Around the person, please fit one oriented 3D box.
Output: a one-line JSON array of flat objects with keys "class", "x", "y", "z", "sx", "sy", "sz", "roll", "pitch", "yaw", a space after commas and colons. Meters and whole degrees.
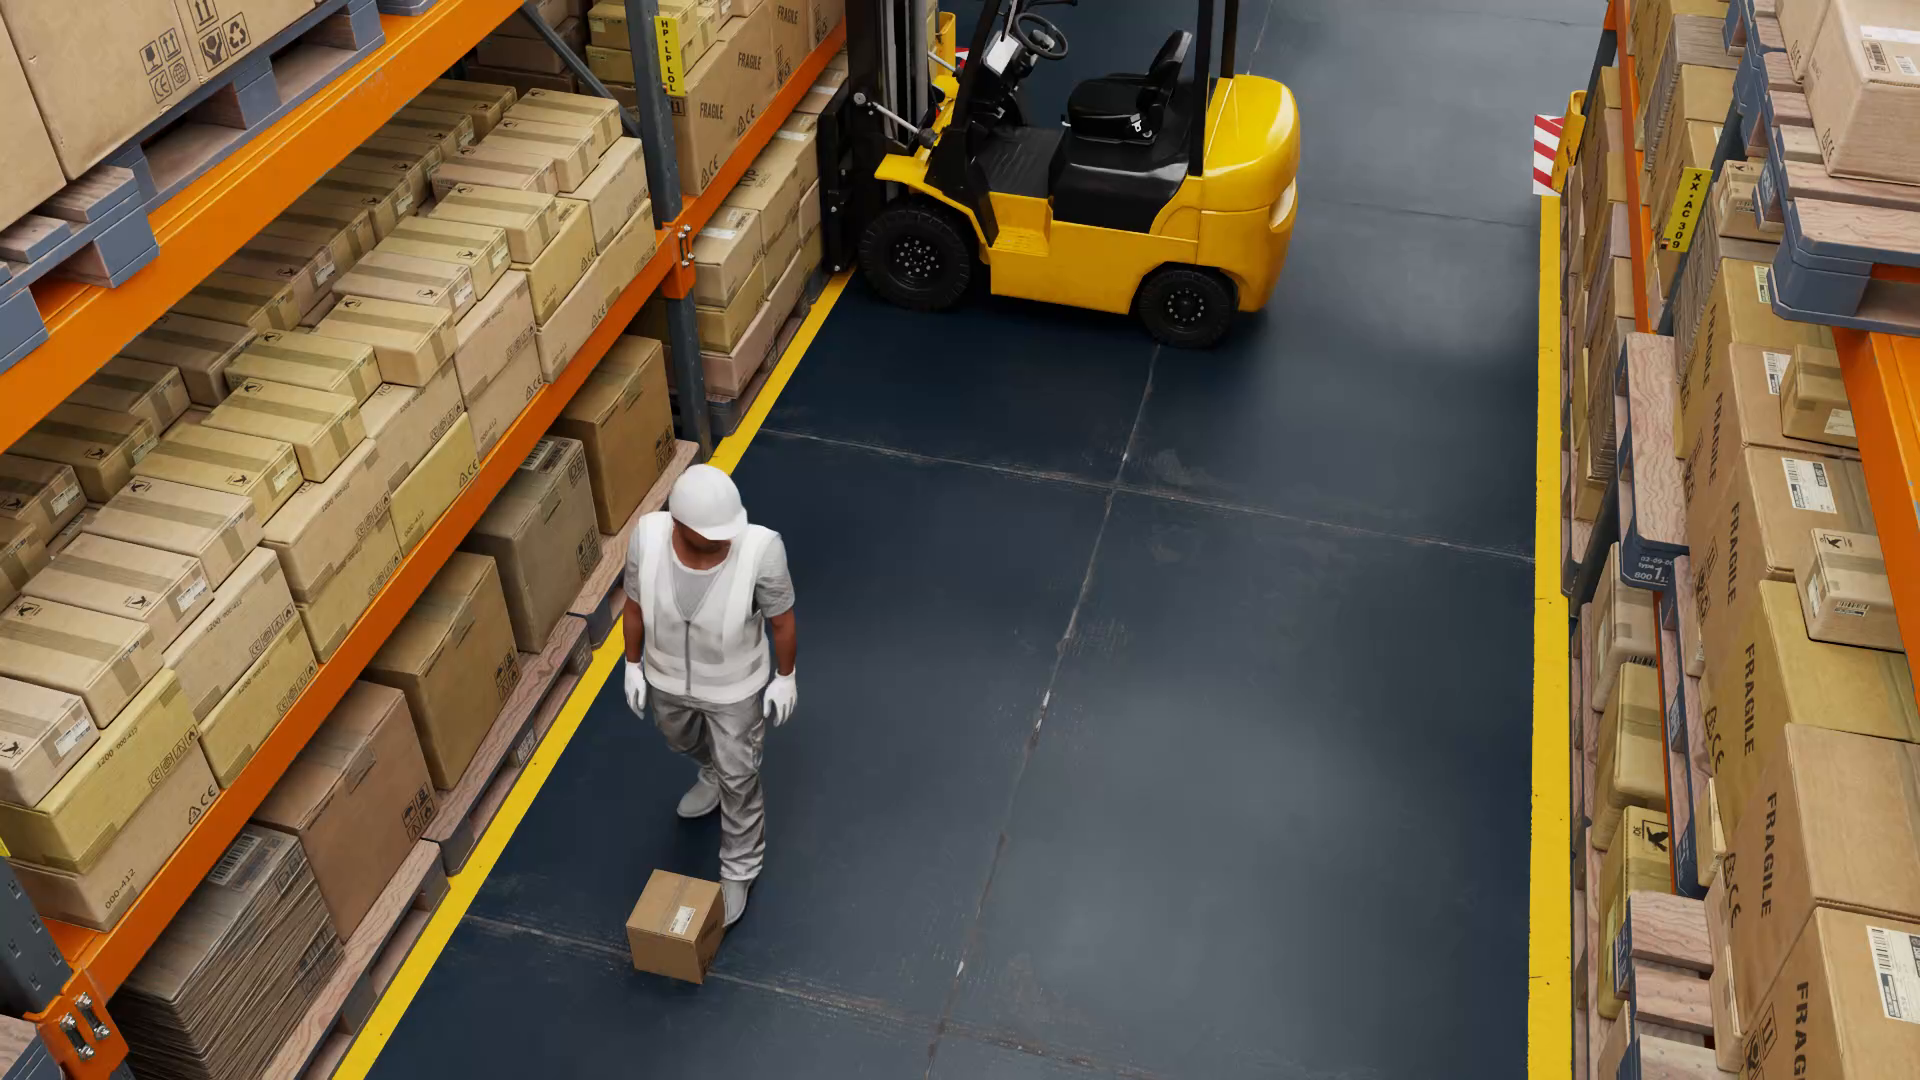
[{"class": "person", "x": -0.847, "y": 0.478, "z": 5.574, "sx": 0.571, "sy": 1.779, "sz": 0.721, "roll": 10, "pitch": 42, "yaw": 12}]
